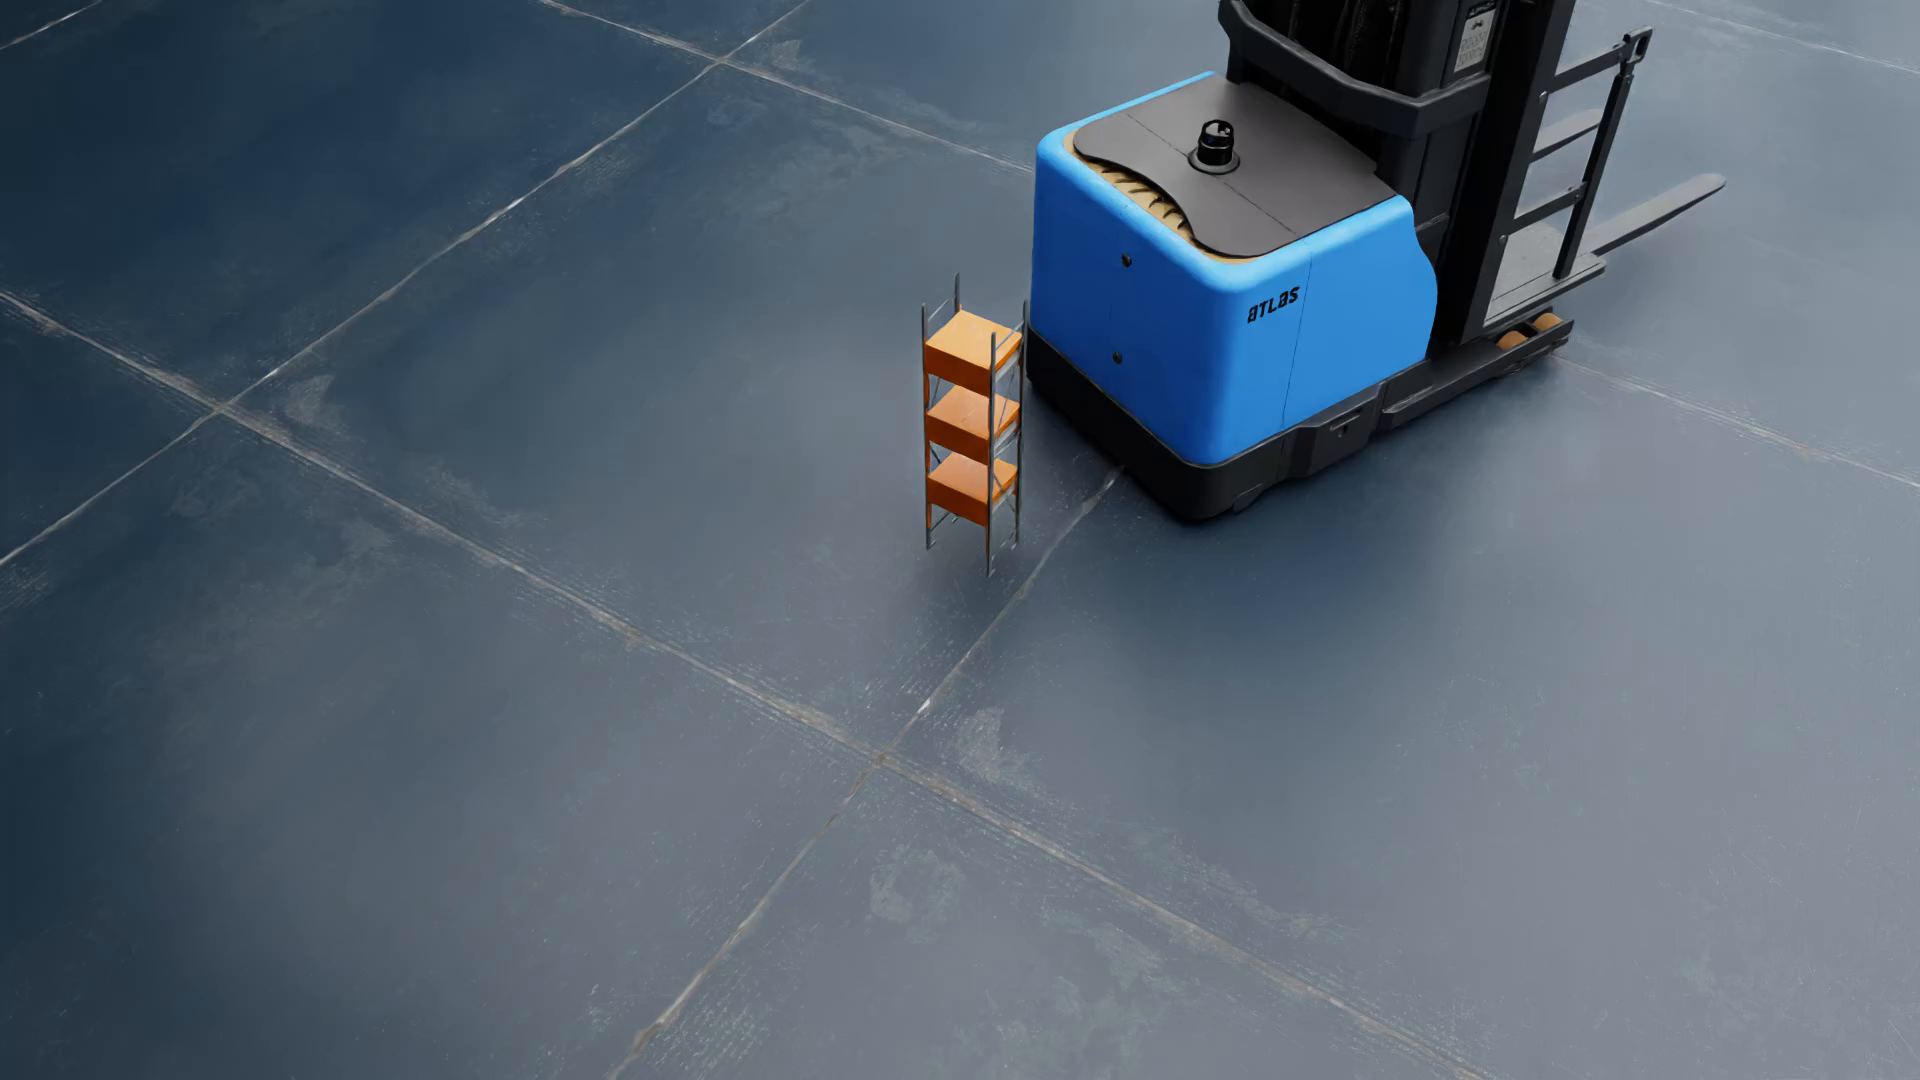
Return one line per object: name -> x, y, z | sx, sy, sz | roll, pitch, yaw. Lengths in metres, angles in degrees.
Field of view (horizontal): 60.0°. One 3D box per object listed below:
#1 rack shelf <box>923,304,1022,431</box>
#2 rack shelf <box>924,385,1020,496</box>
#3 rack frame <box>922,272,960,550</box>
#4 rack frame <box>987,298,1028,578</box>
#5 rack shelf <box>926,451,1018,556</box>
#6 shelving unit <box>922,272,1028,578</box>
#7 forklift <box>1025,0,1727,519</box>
rack shelf -> 0.045, -0.536, 5.157 | 0.240, 0.259, 0.215 | 25, 51, 22
rack shelf -> 0.045, -0.338, 5.361 | 0.240, 0.259, 0.215 | 25, 51, 22
rack frame -> -0.058, -0.392, 5.399 | 0.008, 1.050, 0.200 | 25, 51, 22
rack frame -> 0.148, -0.298, 5.307 | 0.008, 1.050, 0.200 | 25, 51, 22
rack shelf -> 0.045, -0.144, 5.560 | 0.240, 0.259, 0.215 | 25, 51, 22
shelving unit -> 0.045, -0.345, 5.353 | 0.252, 1.050, 0.215 | 25, 51, 22
forklift -> 1.745, -1.940, 5.591 | 3.031, 2.935, 1.130 | -26, 51, -23
